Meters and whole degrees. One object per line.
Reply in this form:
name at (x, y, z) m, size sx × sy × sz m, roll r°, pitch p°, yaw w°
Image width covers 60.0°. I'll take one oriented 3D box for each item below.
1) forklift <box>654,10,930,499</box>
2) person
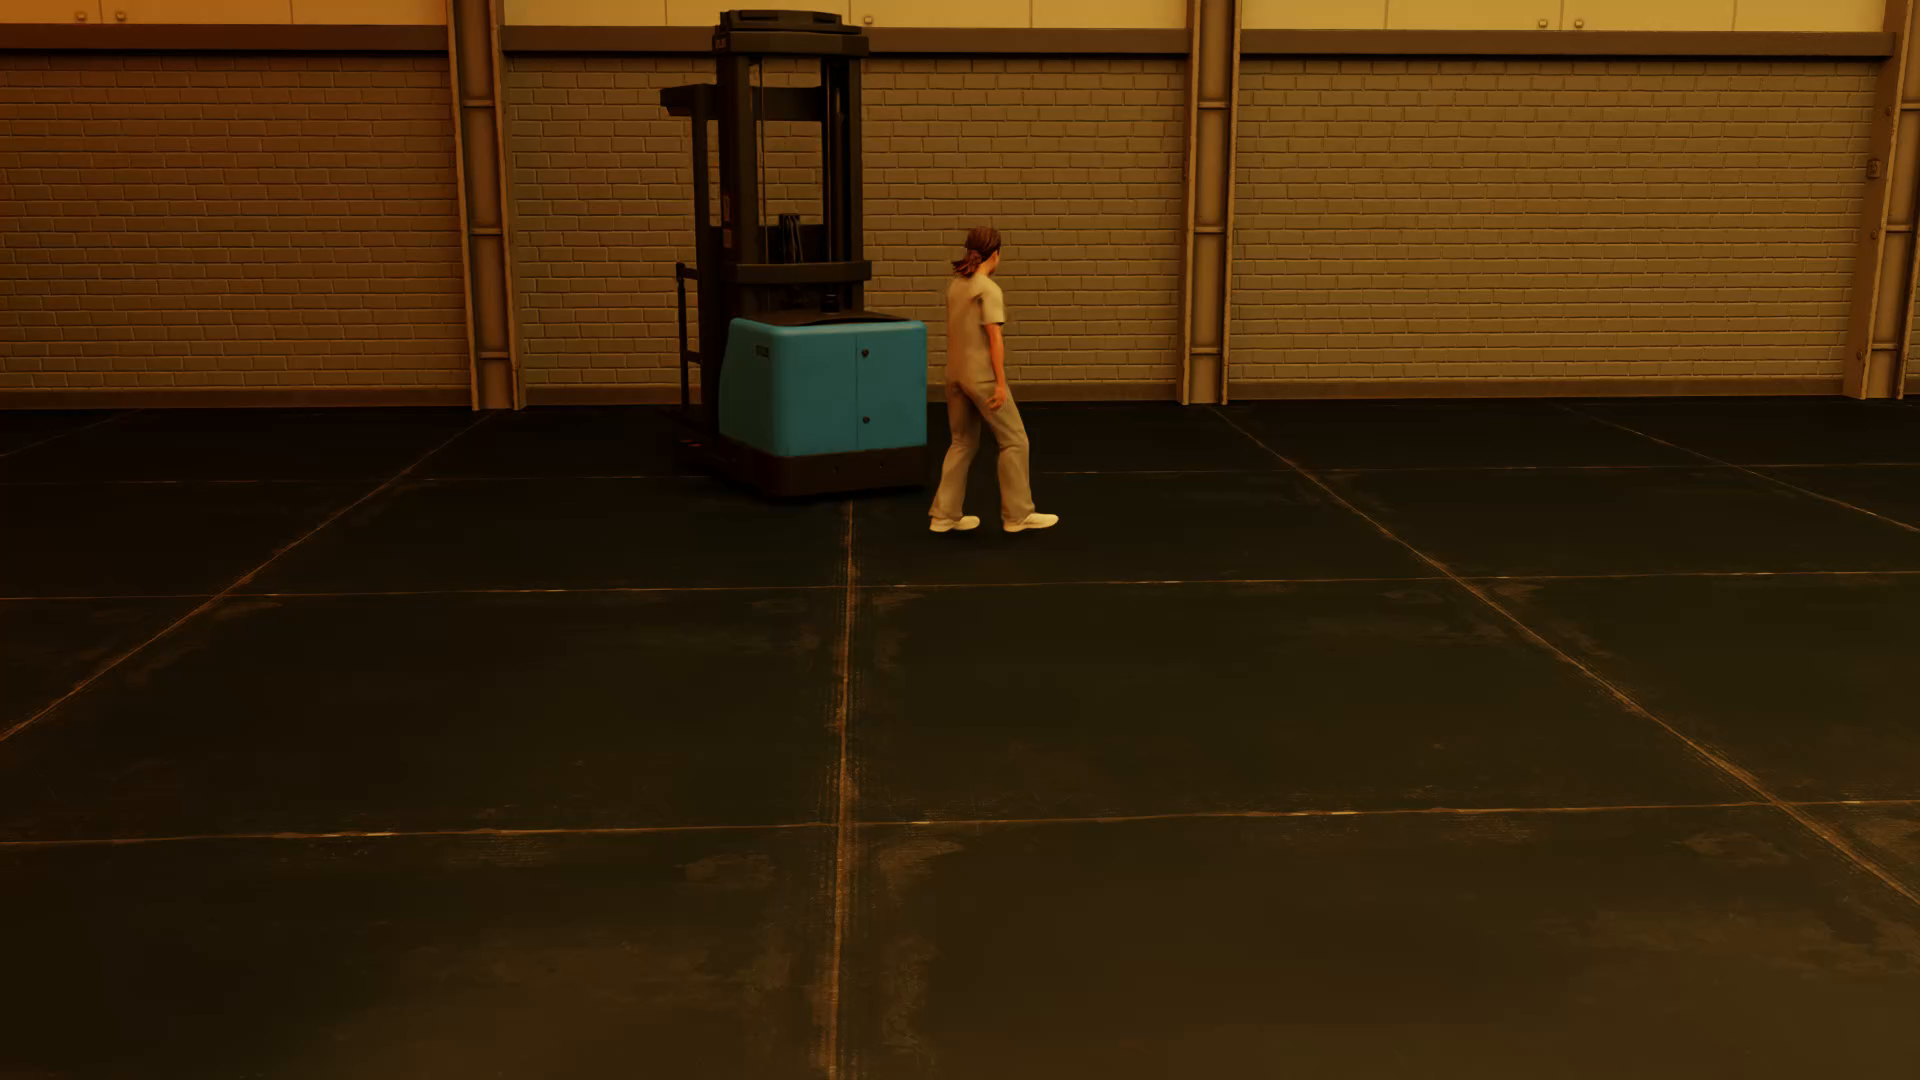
forklift at (-1.315, -1.960, 11.136) m, size 1.130 × 2.935 × 3.031 m, roll -7°, pitch 14°, yaw -27°
person at (0.148, -0.867, 9.023) m, size 0.628 × 1.650 × 0.571 m, roll -9°, pitch 15°, yaw -34°
